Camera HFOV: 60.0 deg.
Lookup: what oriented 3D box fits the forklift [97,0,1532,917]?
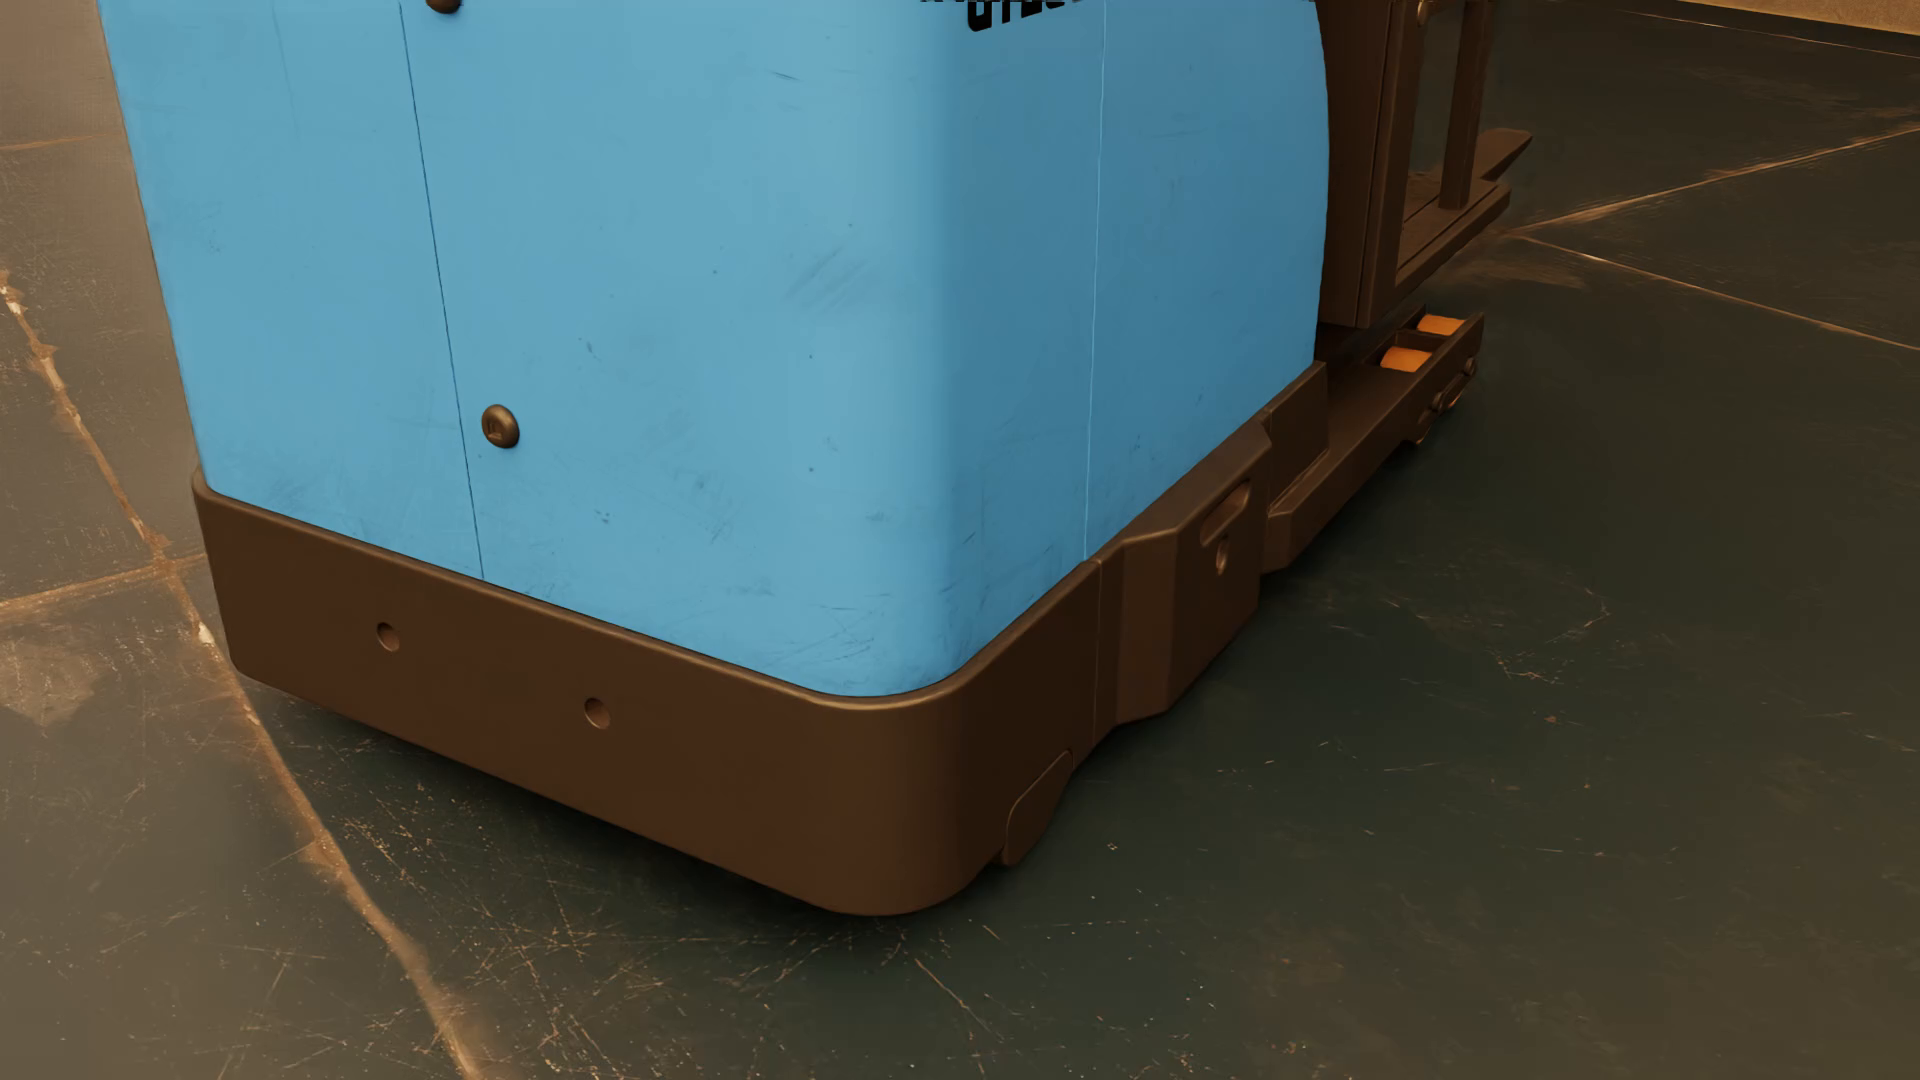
[{"bbox_3d":[0.278,-1.566,2.353,1.130,2.935,3.031,15,30,27],"label":"forklift"}]
